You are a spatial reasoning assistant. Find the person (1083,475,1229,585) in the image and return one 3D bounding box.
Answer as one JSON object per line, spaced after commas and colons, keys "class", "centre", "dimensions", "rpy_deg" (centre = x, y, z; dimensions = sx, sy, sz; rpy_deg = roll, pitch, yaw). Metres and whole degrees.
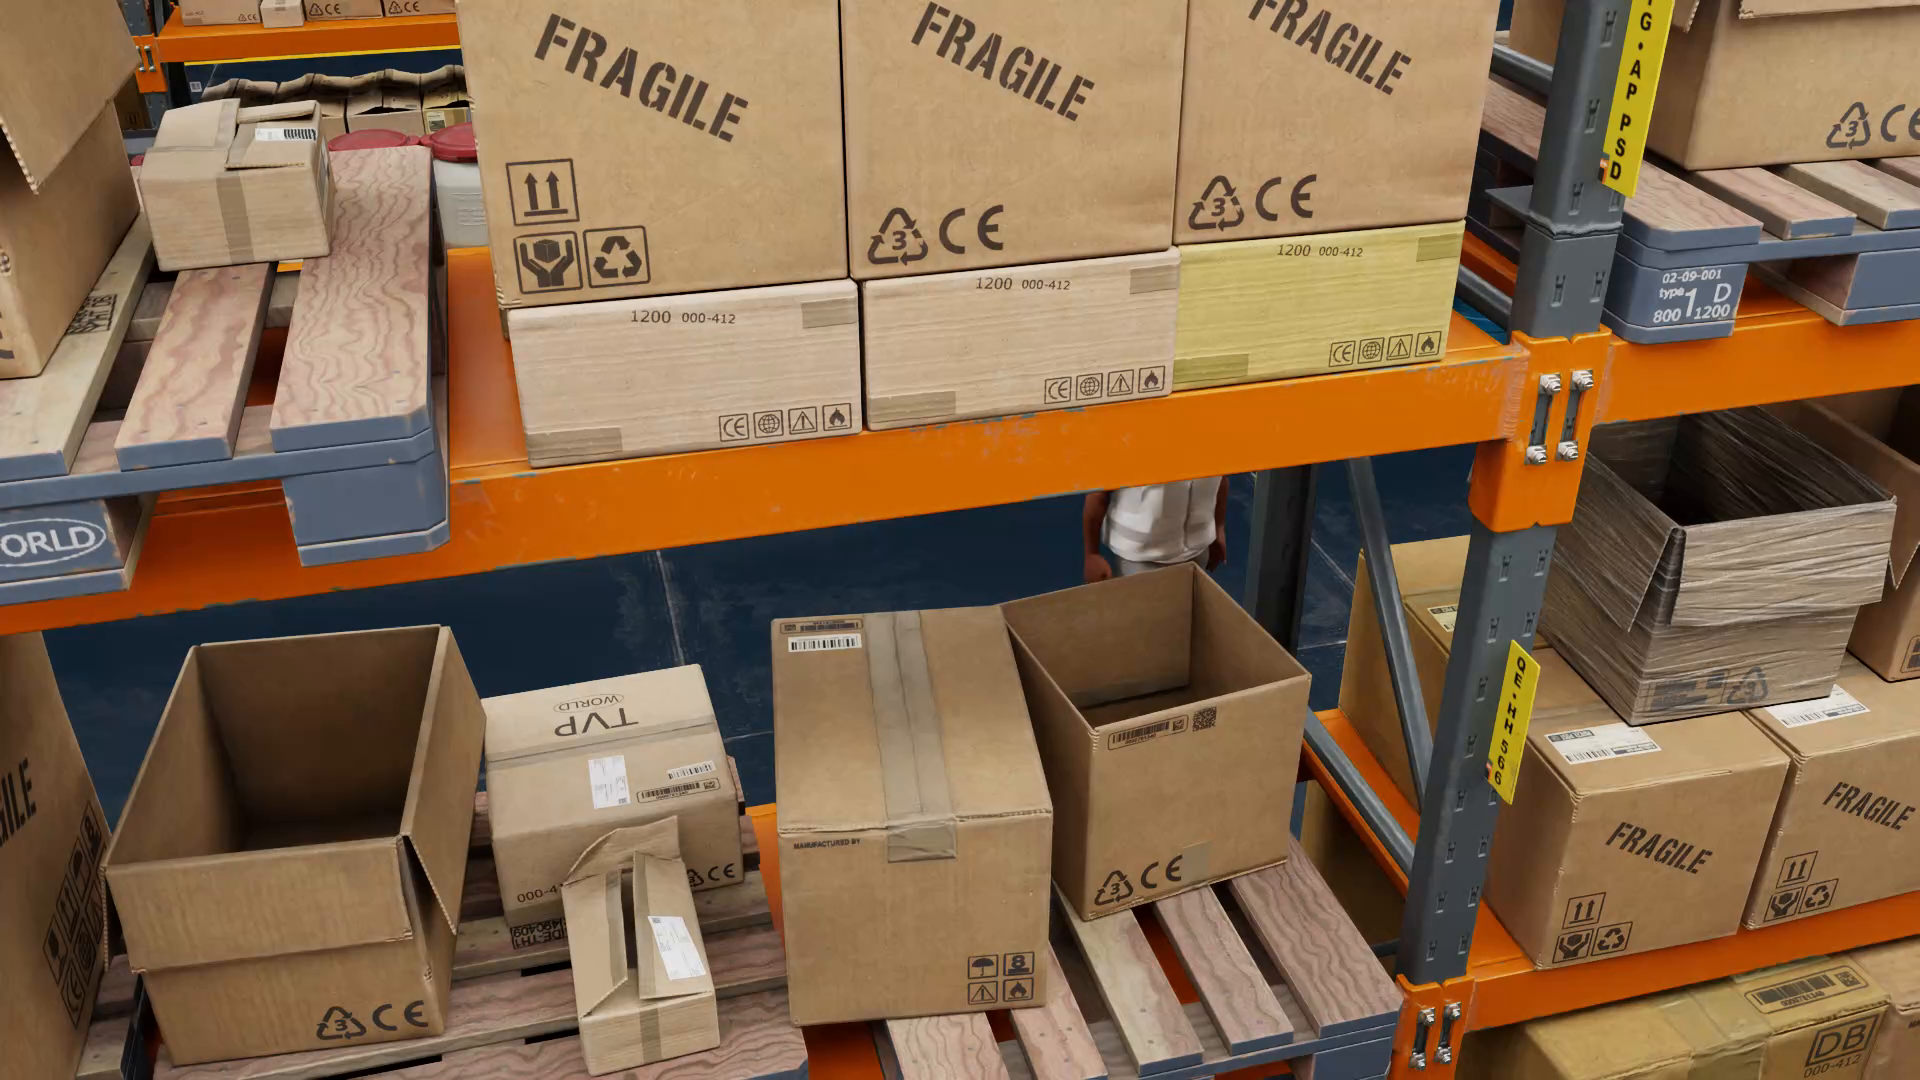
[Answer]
{"class": "person", "centre": [0.793, 0.058, 5.982], "dimensions": [0.596, 1.760, 0.620], "rpy_deg": [-17, 34, -27]}
